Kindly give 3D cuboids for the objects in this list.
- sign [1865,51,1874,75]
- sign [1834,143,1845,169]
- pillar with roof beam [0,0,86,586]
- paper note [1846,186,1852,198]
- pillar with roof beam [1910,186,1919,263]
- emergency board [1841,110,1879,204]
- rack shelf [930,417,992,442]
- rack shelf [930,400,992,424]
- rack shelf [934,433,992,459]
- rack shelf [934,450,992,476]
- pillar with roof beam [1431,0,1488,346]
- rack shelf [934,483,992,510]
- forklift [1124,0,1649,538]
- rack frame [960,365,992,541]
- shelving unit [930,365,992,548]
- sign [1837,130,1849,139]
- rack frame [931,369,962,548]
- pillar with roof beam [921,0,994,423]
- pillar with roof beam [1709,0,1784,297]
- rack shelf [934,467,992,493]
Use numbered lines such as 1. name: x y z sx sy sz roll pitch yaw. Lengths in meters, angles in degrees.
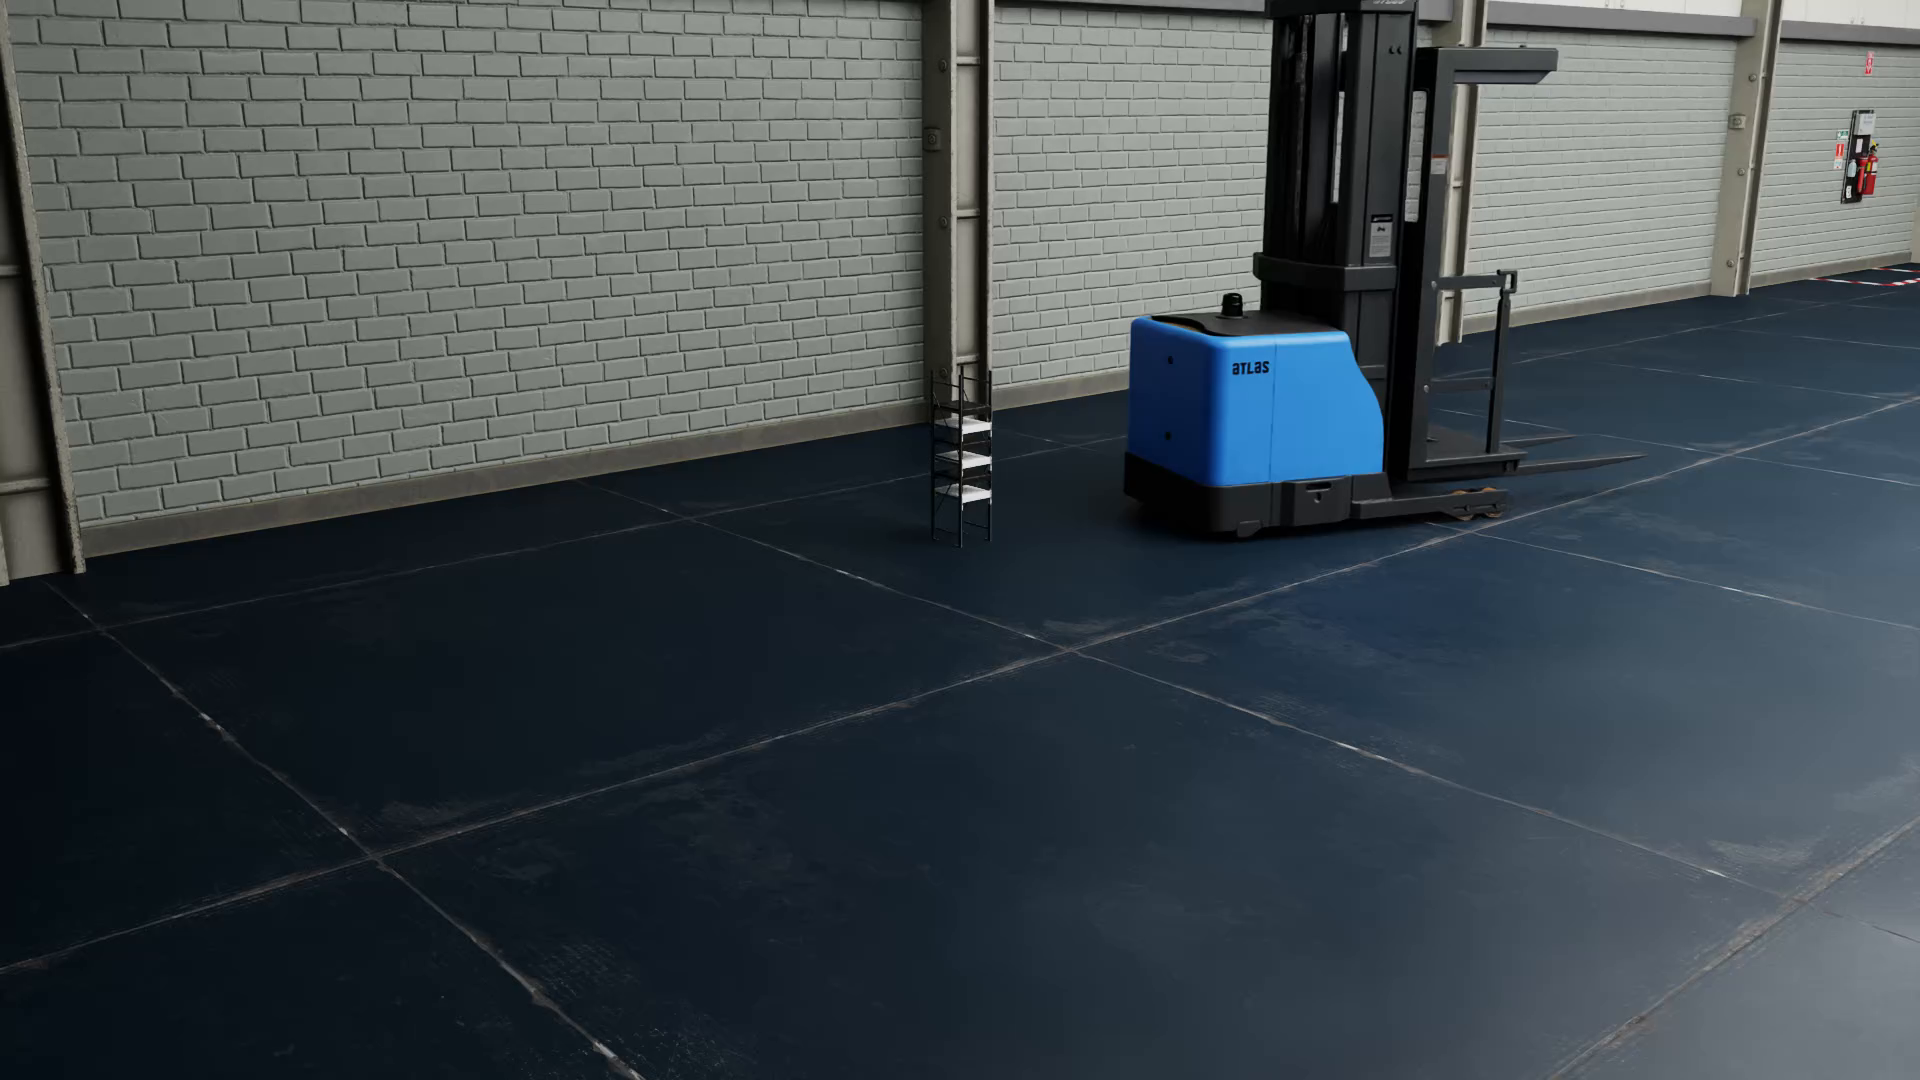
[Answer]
1. sign: 11.604 -6.082 21.215 0.199 0.298 0.001 -13 19 -39
2. sign: 11.191 -4.888 21.167 0.234 0.329 0.001 -13 19 -39
3. pillar with roof beam: -1.714 -3.350 3.854 0.400 9.000 9.100 -13 19 -39
4. paper note: 11.497 -4.502 21.499 0.142 0.148 0.016 -13 19 -39
5. pillar with roof beam: 16.391 -7.416 19.075 0.400 9.000 9.100 -13 19 -39
6. emergency board: 11.676 -4.944 21.447 0.643 1.169 0.194 -13 19 -39
7. rack shelf: 0.006 -0.578 8.601 0.200 0.077 0.258 -13 20 -39
8. rack shelf: 0.006 -0.665 8.578 0.200 0.077 0.258 -13 20 -39
9. rack shelf: 0.006 -0.491 8.624 0.200 0.077 0.258 -13 20 -39
10. rack shelf: 0.006 -0.404 8.648 0.200 0.077 0.258 -13 20 -39
11. pillar with roof beam: 7.338 -5.383 11.464 0.400 9.000 9.100 -13 19 -39
12. rack shelf: 0.006 -0.230 8.694 0.200 0.077 0.258 -13 20 -39
13. forklift: 2.506 -1.643 9.221 3.031 2.935 1.130 -5 16 -20
14. rack frame: 0.083 -0.453 8.703 0.006 0.900 0.240 -13 20 -39
15. shelving unit: 0.006 -0.436 8.639 0.210 0.900 0.258 -13 20 -39
16. sign: 11.200 -5.143 21.095 0.331 0.109 0.001 -13 19 -39
17. rack frame: -0.071 -0.419 8.575 0.006 0.900 0.240 -13 20 -39
18. pillar with roof beam: 2.812 -4.366 7.659 0.400 9.000 9.100 -13 19 -39
19. pillar with roof beam: 11.865 -6.399 15.269 0.400 9.000 9.100 -13 19 -39
20. rack shelf: 0.006 -0.317 8.671 0.200 0.077 0.258 -13 20 -39
